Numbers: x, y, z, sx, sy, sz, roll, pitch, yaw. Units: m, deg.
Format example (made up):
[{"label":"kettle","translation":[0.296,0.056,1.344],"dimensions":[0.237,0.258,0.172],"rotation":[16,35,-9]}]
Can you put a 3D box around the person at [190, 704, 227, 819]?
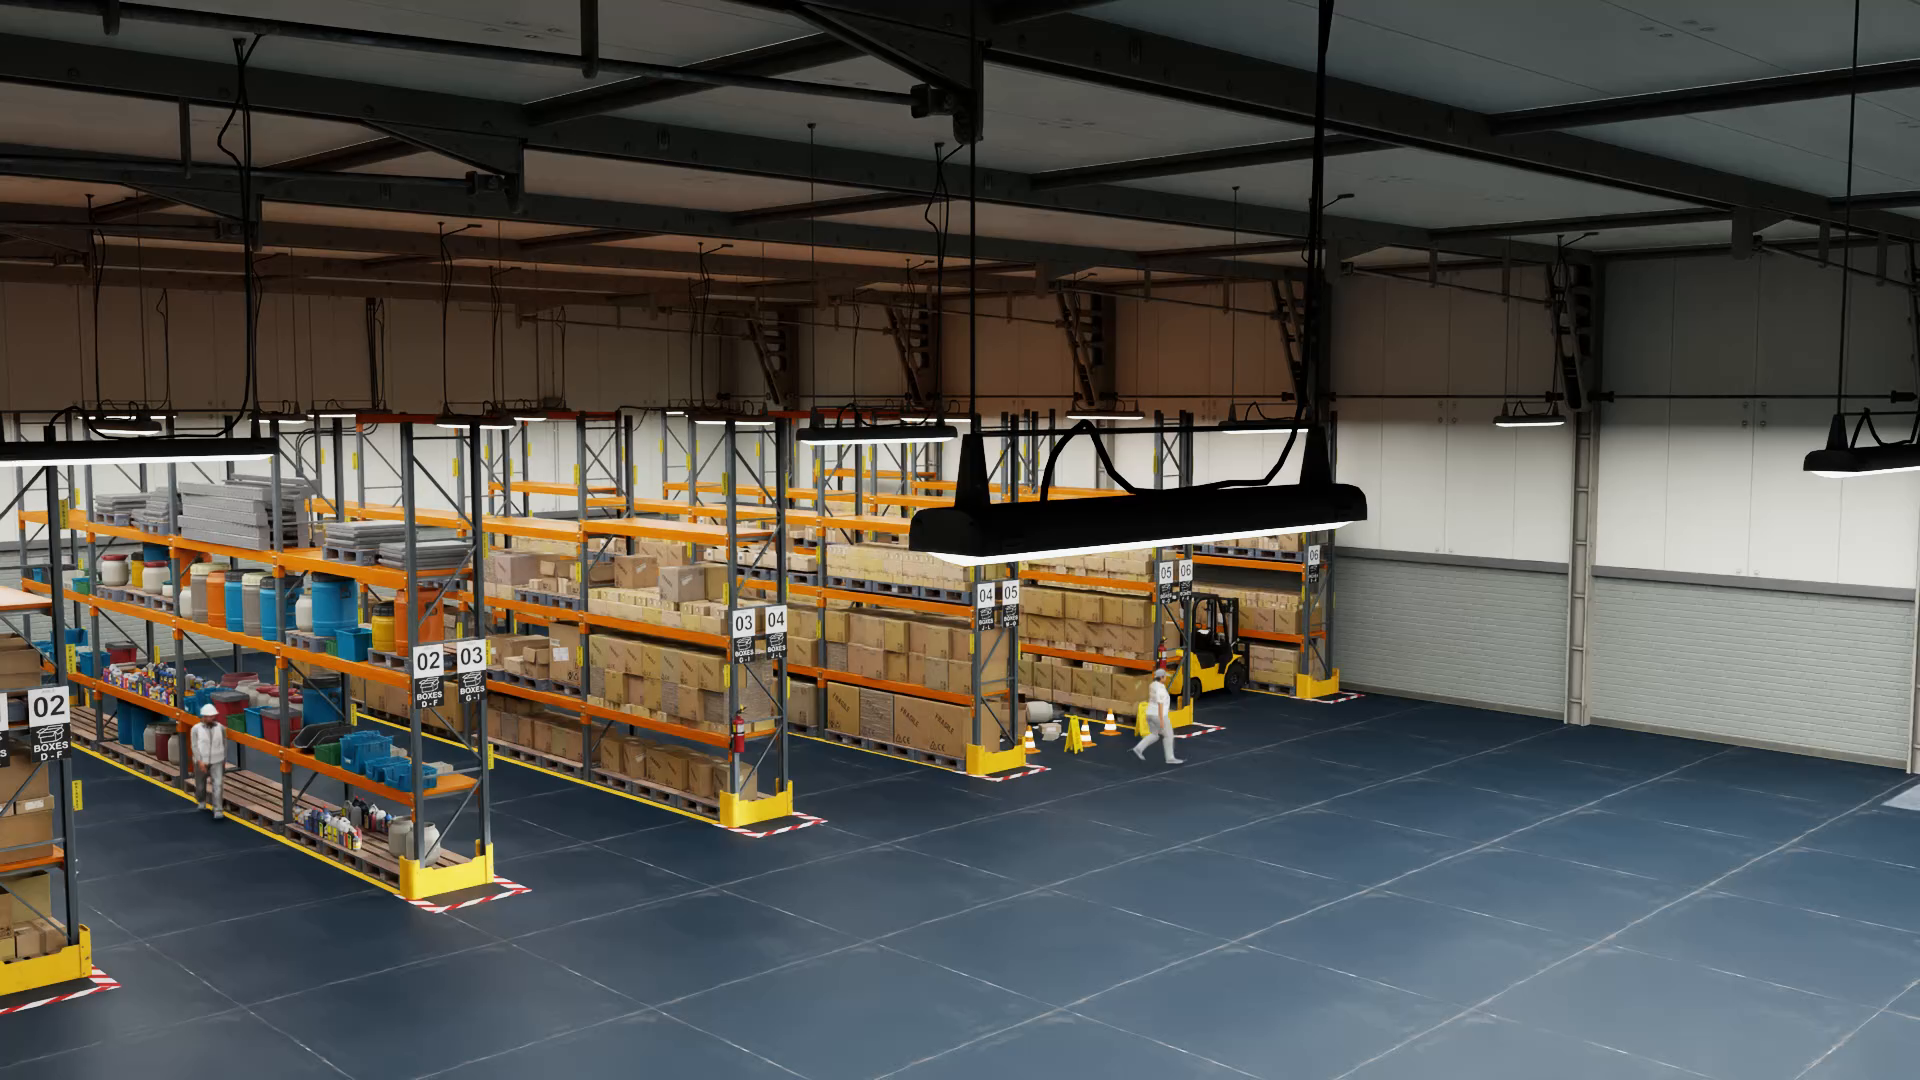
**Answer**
[{"label":"person","translation":[-11.264,3.310,24.986],"dimensions":[0.522,1.693,1.123],"rotation":[-3,6,-31]}]

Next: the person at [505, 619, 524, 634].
[{"label":"person","translation":[-11.133,1.911,41.378],"dimensions":[0.410,1.674,0.467],"rotation":[-5,7,-43]}]

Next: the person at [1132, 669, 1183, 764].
[{"label":"person","translation":[3.407,3.023,28.604],"dimensions":[0.792,1.631,0.517],"rotation":[-1,5,-16]}]
